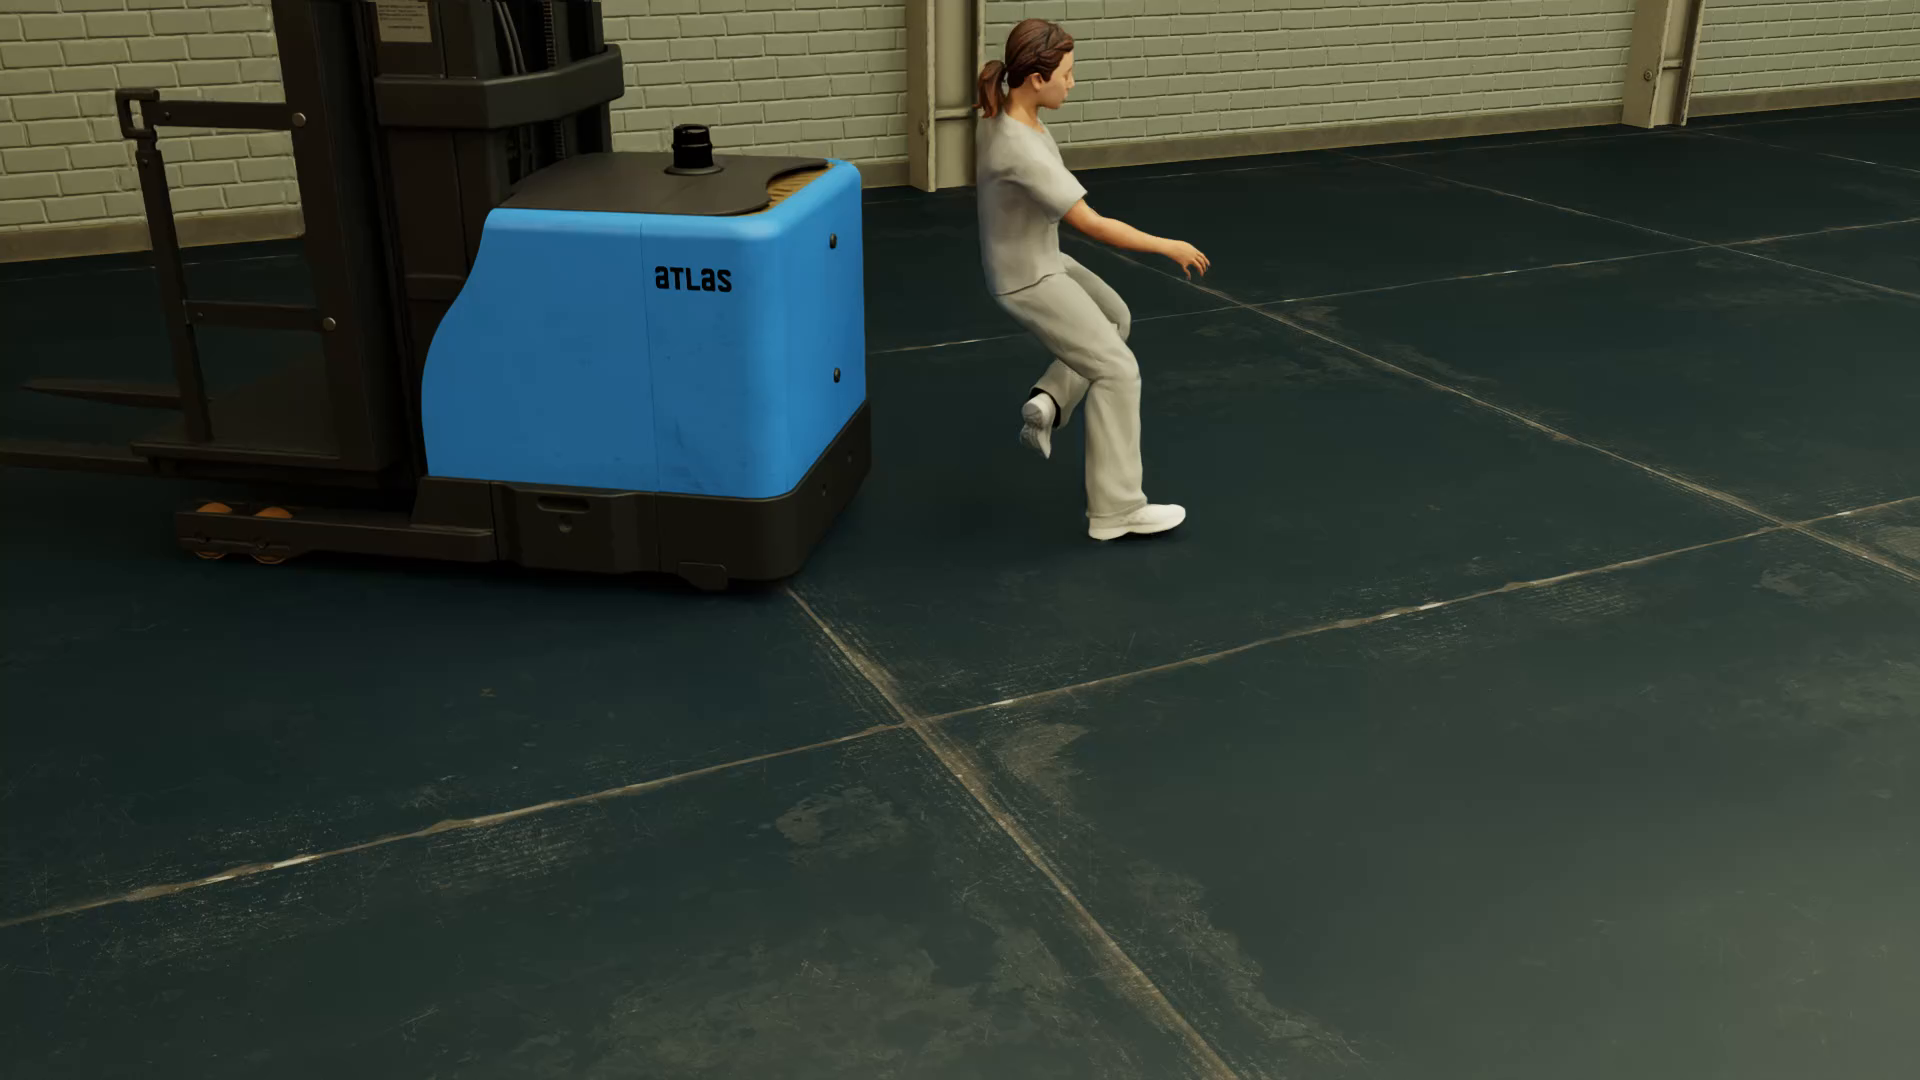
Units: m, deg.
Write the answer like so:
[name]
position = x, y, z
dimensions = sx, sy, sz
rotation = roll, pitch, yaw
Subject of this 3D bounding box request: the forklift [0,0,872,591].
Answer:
[forklift]
position = -1.861, -1.474, 4.835
dimensions = 3.031, 2.935, 1.130
rotation = 4, 23, 10

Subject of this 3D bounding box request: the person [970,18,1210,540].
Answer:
[person]
position = 0.382, -0.830, 5.137
dimensions = 0.713, 1.507, 0.756
rotation = -2, 23, -4
